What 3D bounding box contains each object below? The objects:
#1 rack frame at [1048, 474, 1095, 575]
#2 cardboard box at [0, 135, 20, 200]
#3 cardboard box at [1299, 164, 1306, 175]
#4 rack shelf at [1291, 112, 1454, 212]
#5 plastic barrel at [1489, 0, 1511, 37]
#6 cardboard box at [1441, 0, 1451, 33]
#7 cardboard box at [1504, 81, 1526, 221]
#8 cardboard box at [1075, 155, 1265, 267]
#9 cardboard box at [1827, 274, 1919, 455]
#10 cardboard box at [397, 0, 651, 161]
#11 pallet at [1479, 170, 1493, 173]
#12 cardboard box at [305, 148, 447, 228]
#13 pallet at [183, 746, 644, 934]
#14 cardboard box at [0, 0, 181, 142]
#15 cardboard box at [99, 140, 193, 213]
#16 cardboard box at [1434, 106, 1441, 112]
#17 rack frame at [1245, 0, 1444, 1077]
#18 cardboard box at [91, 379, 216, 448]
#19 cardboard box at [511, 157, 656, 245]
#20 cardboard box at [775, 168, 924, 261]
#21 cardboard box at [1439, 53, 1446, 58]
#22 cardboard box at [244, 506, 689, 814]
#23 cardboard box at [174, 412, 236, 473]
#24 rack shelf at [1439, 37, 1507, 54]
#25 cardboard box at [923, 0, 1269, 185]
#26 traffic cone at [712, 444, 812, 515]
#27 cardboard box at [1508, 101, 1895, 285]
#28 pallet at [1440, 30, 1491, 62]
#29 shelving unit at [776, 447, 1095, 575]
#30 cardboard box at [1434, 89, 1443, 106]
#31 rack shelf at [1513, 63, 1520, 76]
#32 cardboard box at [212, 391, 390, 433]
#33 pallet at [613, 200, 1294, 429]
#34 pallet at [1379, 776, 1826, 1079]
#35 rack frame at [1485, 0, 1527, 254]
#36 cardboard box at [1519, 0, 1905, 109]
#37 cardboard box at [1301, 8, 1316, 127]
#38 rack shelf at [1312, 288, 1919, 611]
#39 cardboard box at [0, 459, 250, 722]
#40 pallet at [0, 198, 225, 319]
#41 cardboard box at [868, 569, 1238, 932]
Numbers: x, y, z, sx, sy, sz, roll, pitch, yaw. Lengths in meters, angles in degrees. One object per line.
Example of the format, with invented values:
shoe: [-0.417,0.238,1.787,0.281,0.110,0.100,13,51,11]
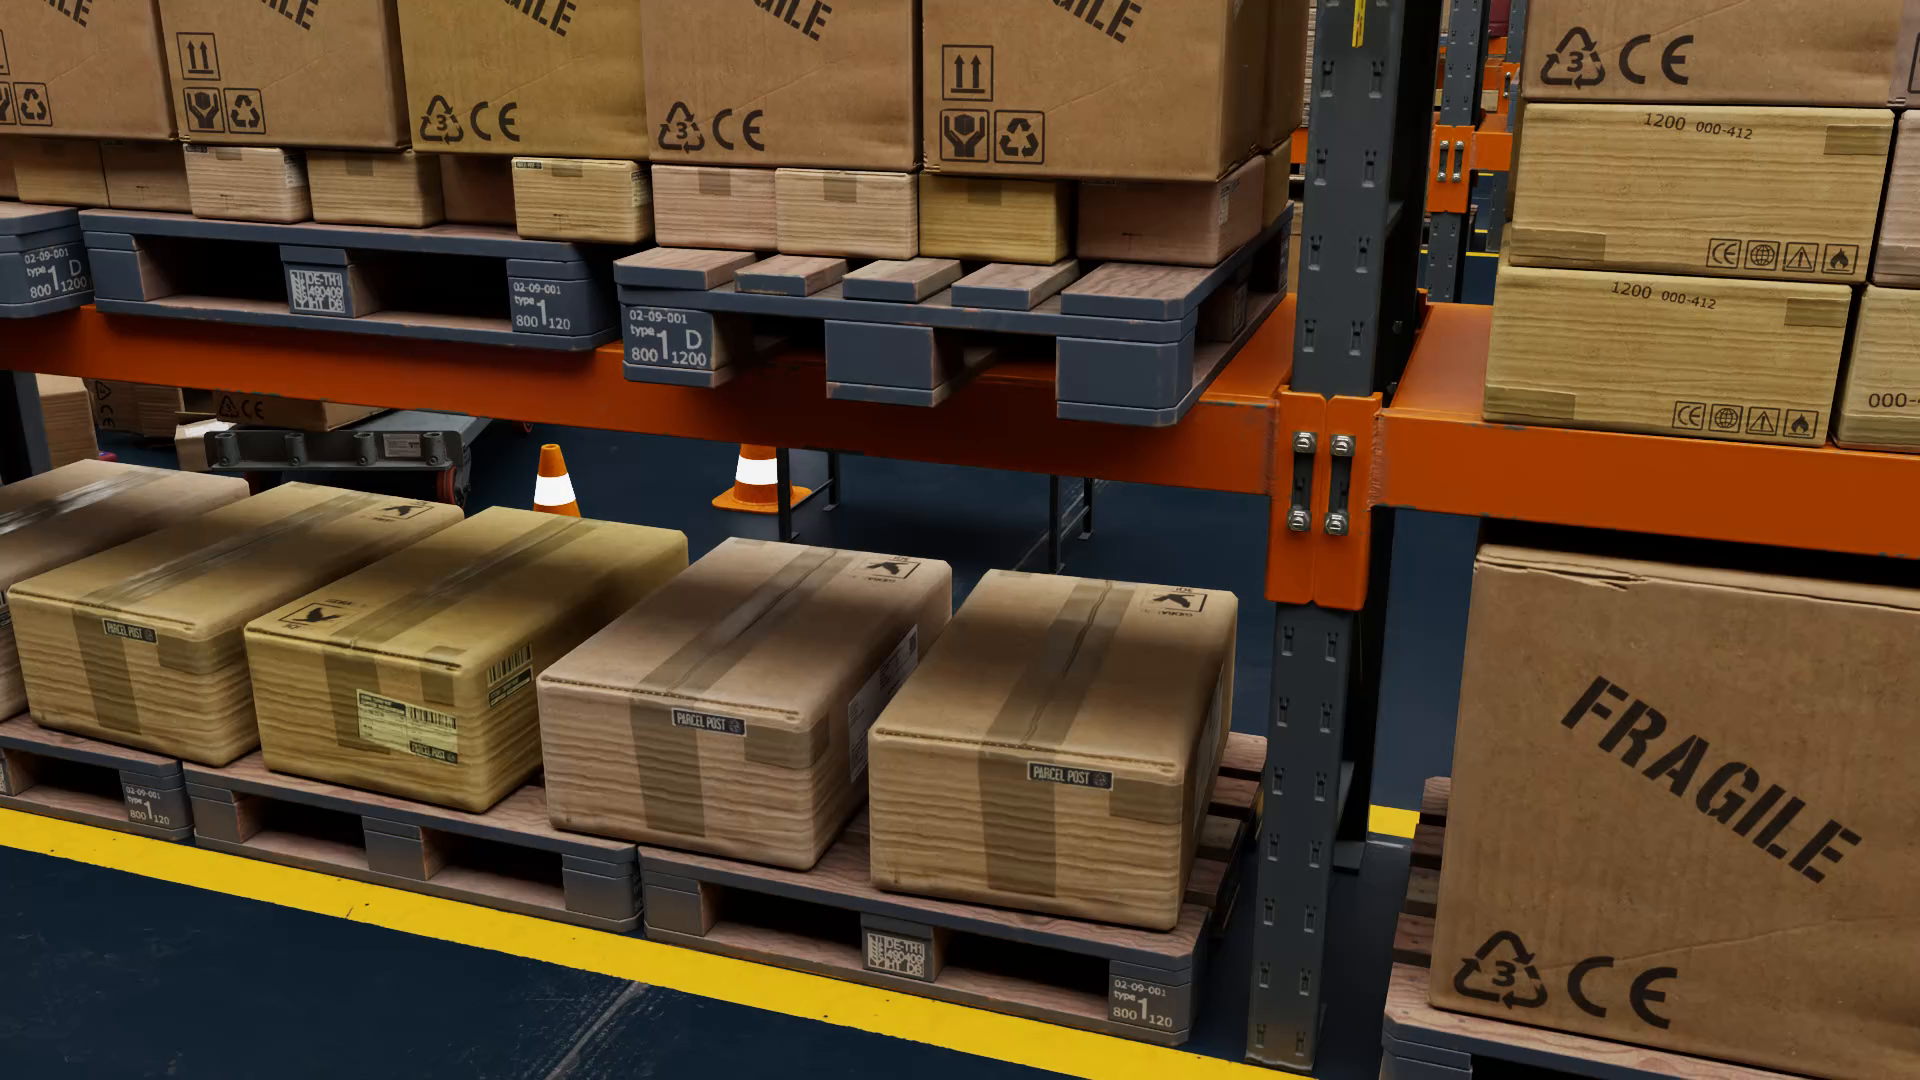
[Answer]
rack frame: [0.400,-0.663,5.698,0.032,1.500,0.500,7,20,18]
cardboard box: [-2.064,-0.878,3.781,0.250,0.149,0.380,8,21,22]
cardboard box: [2.855,-2.791,12.656,0.500,0.500,0.700,5,20,14]
rack shelf: [0.410,-1.987,8.312,4.000,0.370,1.077,7,20,18]
plastic barrel: [5.110,-5.202,16.235,0.708,0.536,0.600,7,20,18]
cardboard box: [3.500,-3.933,12.012,0.500,0.500,0.500,4,20,11]
cardboard box: [1.312,-0.752,3.146,0.500,0.250,0.500,6,20,18]
cardboard box: [0.384,-0.602,2.991,0.250,0.149,0.380,7,21,20]
cardboard box: [1.641,-0.309,2.632,0.500,0.250,0.500,6,20,16]
cardboard box: [-0.719,-1.016,3.191,0.500,0.500,0.500,5,20,14]
pallet: [4.929,-3.961,17.118,1.213,0.211,1.003,7,20,18]
cardboard box: [-1.106,-0.745,3.400,0.250,0.149,0.380,6,20,16]
pallet: [-1.116,0.539,4.209,1.213,0.211,1.003,7,20,18]
cardboard box: [-1.723,-1.127,3.511,0.500,0.500,0.500,6,20,18]
cardboard box: [-1.601,-0.810,3.585,0.250,0.149,0.380,7,20,18]
cardboard box: [3.380,-3.086,12.363,0.500,0.250,0.500,7,21,20]
rack frame: [0.771,-0.560,3.127,0.127,3.000,1.000,7,20,18]
cardboard box: [-3.410,-0.809,7.426,0.503,0.637,0.797,7,20,18]
cardboard box: [-0.646,-0.677,3.205,0.250,0.149,0.380,7,20,19]
cardboard box: [-0.146,-0.622,3.047,0.250,0.149,0.380,6,20,18]
cardboard box: [7.754,-7.443,26.000,0.500,0.500,0.700,6,20,18]
cardboard box: [-1.174,0.257,4.136,0.625,0.372,0.950,7,20,20]
cardboard box: [-3.073,-0.457,6.983,0.396,0.266,0.258,-7,20,-20]
rack shelf: [3.759,-5.058,17.122,4.000,0.370,1.077,7,20,18]
cardboard box: [0.250,-0.909,2.885,0.500,0.500,0.500,6,20,16]
traffic cone: [-0.775,-0.376,6.450,0.334,0.463,0.336,7,20,18]
cardboard box: [1.168,-0.594,2.692,0.500,0.250,0.500,6,20,18]
pallet: [3.315,-3.595,12.124,1.003,0.211,1.213,7,20,18]
shelving unit: [-0.081,-0.717,5.856,1.048,1.500,0.538,7,20,18]
cardboard box: [6.212,-5.657,21.287,0.500,0.250,0.500,6,20,17]
rack shelf: [5.912,-3.086,11.465,4.000,0.370,1.077,7,20,18]
cardboard box: [-2.452,-0.726,6.250,0.500,0.500,0.500,7,20,18]
pallet: [0.062,-0.514,3.284,1.003,0.211,1.213,7,20,18]
pallet: [1.491,0.865,3.274,1.213,0.211,1.003,7,20,18]
rack frame: [4.023,-3.642,11.966,0.127,3.000,1.000,7,20,18]
cardboard box: [1.156,-0.950,2.575,0.500,0.500,0.500,6,20,16]
cardboard box: [1.786,-2.123,7.457,0.500,0.500,0.500,7,20,18]
rack shelf: [2.660,-0.005,2.625,4.000,0.370,1.077,7,20,18]
cardboard box: [-2.512,0.106,4.569,0.625,0.372,0.950,7,20,19]
pallet: [-2.334,-0.774,4.031,1.213,0.211,1.003,7,20,18]
cardboard box: [0.240,0.418,3.674,0.625,0.372,0.950,5,20,14]
